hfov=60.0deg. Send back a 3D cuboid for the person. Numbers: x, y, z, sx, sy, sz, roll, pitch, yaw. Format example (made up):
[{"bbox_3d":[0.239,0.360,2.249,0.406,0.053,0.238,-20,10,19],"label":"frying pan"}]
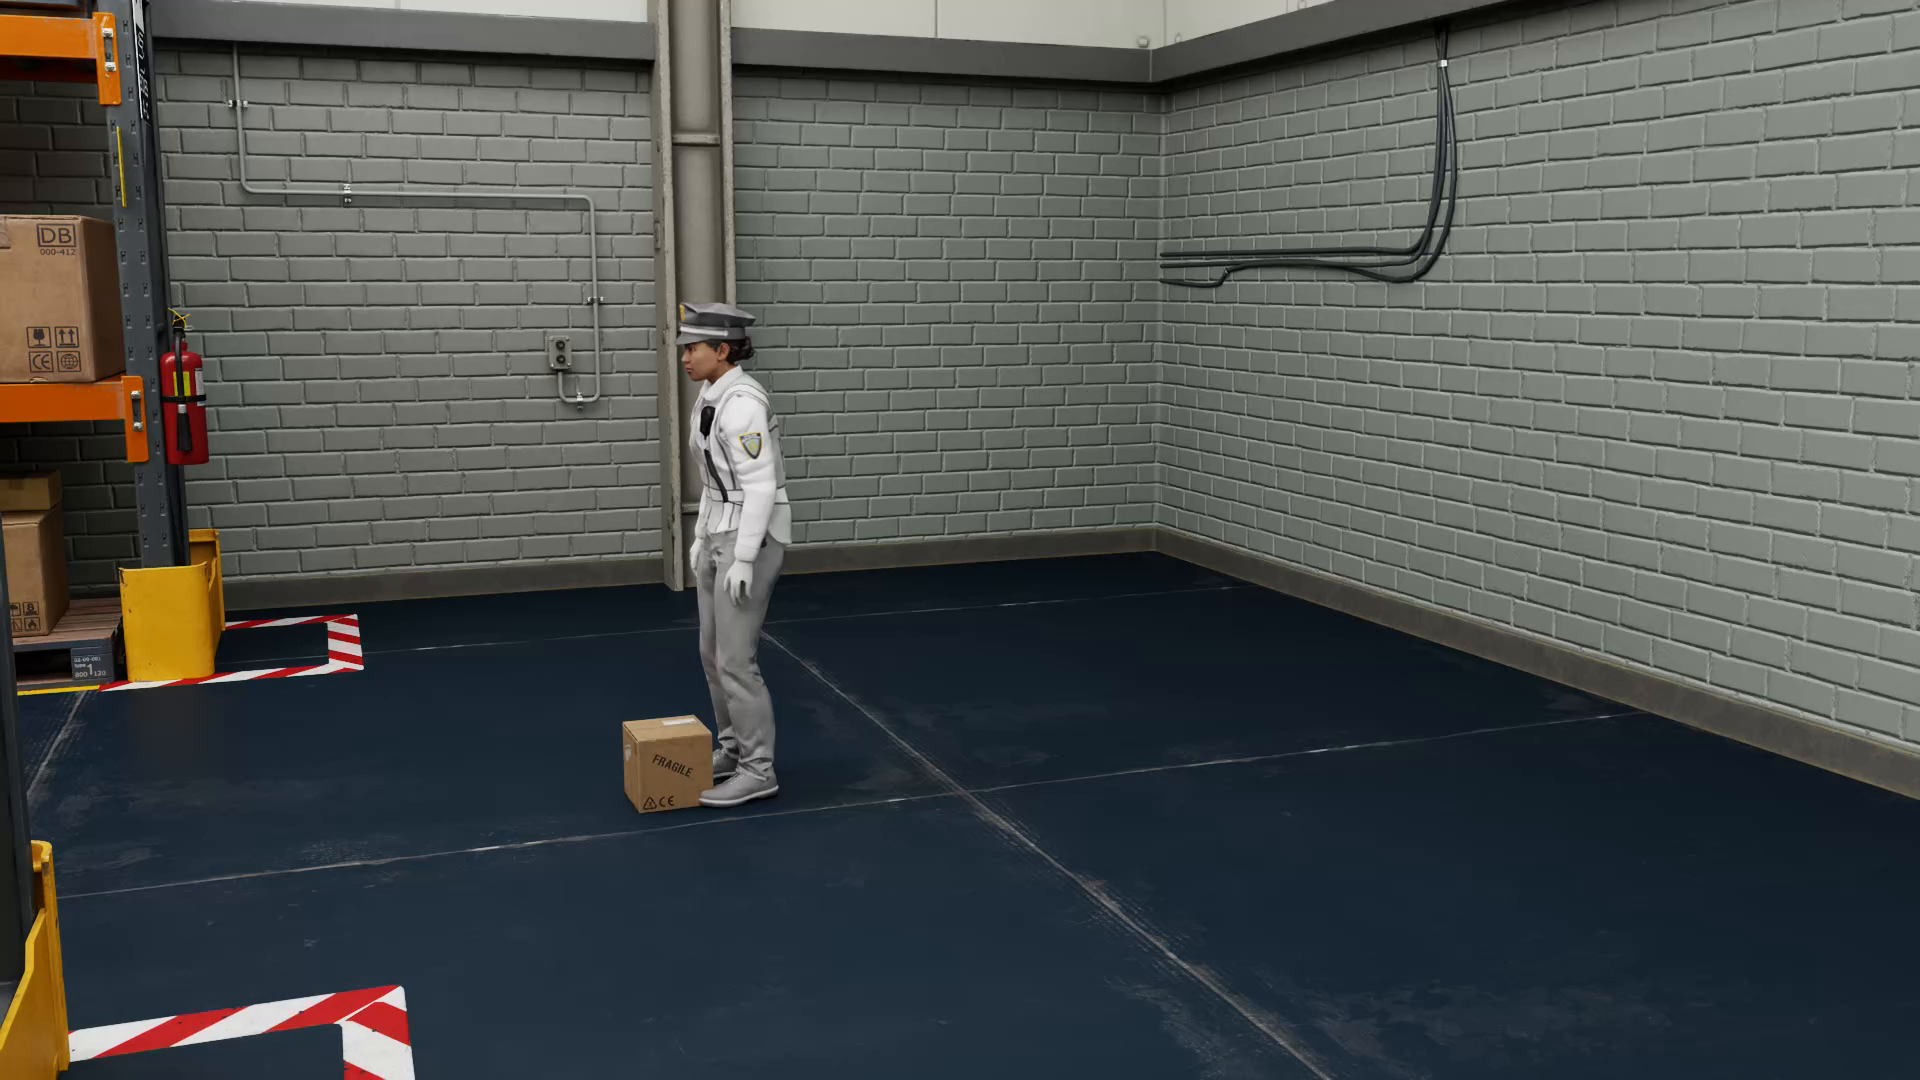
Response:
[{"bbox_3d":[-0.763,0.041,5.585,0.370,1.666,0.545,-4,10,-23],"label":"person"}]
